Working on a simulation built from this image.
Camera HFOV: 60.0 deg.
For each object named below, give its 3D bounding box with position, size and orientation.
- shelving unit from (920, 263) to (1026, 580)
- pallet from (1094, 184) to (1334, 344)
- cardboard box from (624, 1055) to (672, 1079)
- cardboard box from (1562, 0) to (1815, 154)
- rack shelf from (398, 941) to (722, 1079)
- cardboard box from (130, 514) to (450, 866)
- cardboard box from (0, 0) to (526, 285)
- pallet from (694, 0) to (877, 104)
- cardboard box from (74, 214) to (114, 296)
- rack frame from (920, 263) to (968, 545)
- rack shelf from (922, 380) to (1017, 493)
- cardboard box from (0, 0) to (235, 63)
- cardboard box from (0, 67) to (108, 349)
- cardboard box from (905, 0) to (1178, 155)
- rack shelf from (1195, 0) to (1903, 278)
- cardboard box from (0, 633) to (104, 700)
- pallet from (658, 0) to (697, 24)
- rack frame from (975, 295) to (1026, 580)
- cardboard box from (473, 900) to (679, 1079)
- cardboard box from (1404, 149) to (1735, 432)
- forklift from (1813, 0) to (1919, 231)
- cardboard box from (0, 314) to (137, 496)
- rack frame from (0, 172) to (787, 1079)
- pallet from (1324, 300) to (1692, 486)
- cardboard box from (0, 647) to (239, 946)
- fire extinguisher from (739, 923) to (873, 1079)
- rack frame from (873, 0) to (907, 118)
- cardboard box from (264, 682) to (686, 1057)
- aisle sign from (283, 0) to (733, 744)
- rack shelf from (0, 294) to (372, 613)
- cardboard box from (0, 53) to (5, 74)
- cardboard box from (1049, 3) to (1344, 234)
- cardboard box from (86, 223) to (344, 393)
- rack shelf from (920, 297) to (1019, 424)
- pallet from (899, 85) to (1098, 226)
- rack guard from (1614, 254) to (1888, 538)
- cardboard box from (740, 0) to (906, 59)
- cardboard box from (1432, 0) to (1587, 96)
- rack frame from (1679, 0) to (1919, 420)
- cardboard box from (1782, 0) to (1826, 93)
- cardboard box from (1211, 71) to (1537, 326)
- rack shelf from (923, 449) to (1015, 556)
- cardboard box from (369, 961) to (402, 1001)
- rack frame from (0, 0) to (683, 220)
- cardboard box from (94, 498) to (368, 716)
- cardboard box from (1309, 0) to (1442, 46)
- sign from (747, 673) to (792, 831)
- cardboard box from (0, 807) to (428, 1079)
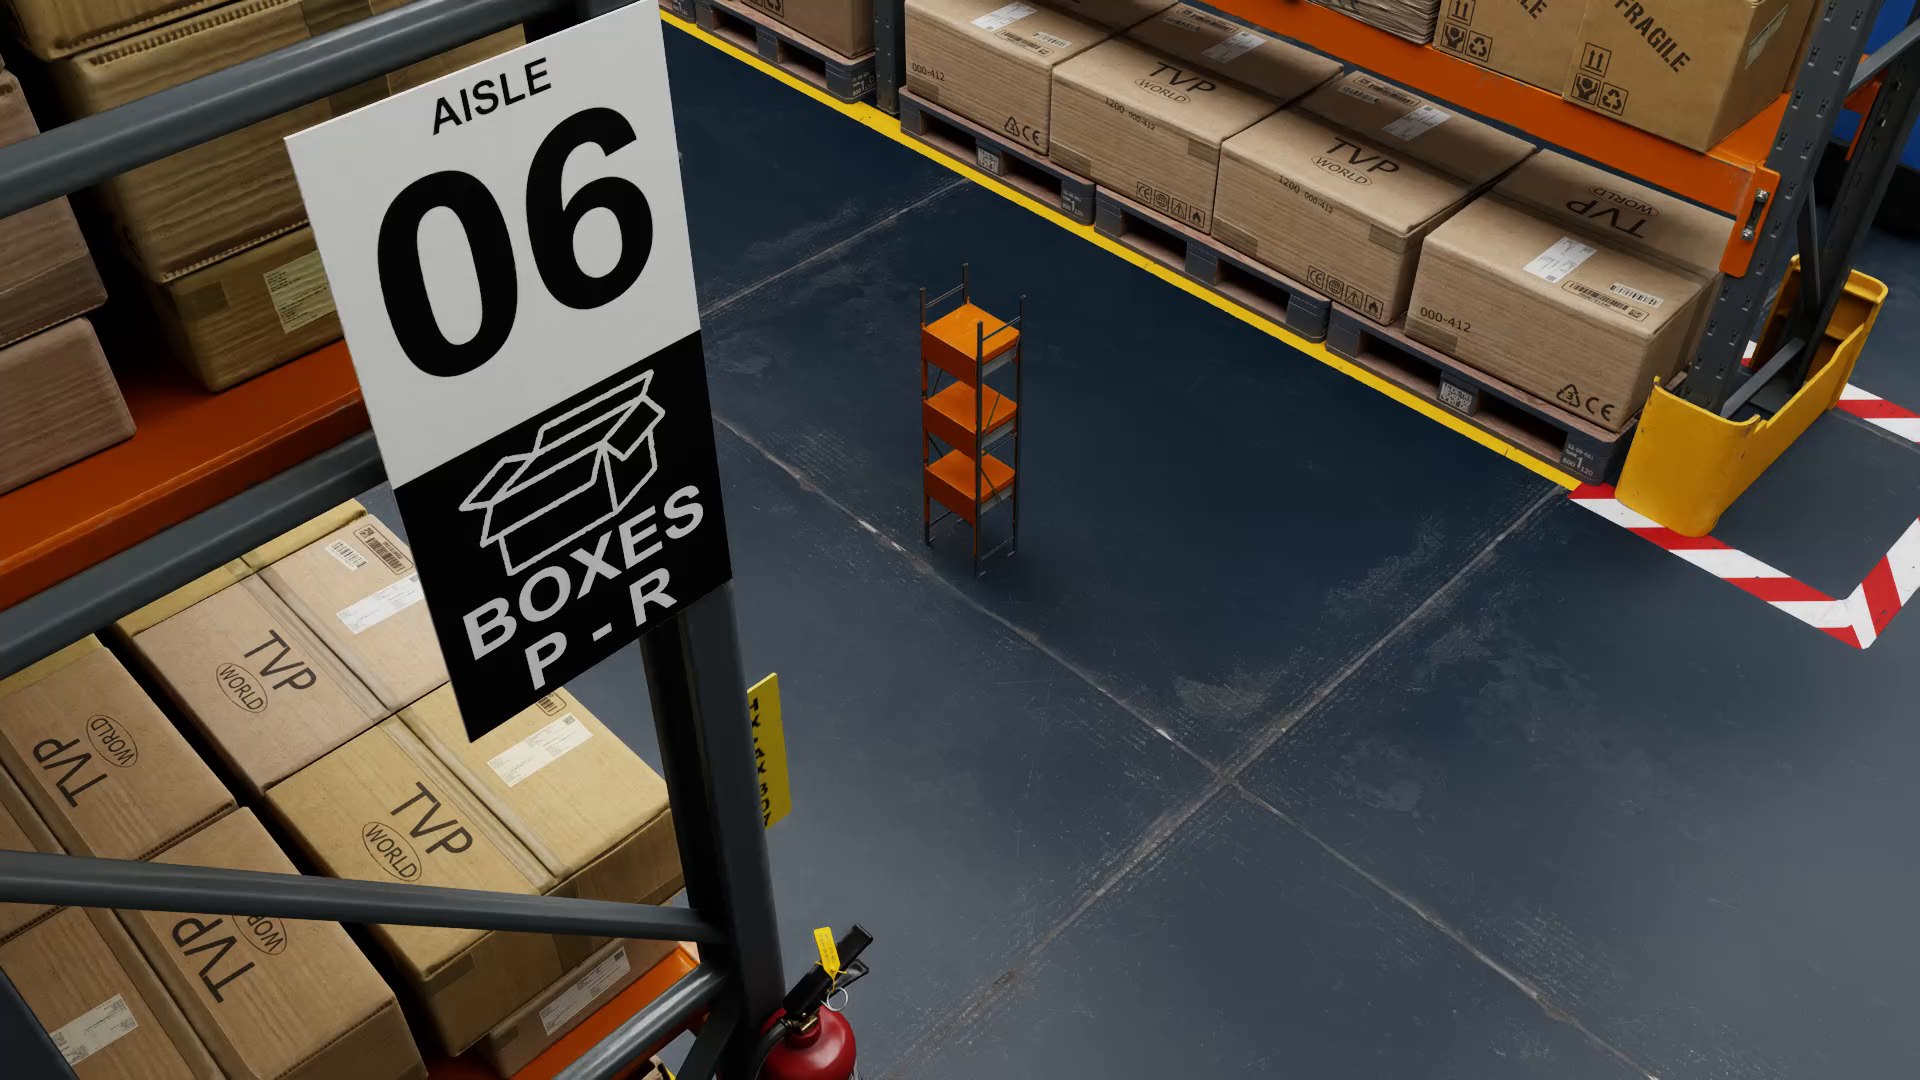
[{"bbox_3d":[0.038,-0.360,5.366,0.215,1.050,0.252,-34,53,-31],"label":"shelving unit"},{"bbox_3d":[1.343,-1.373,7.080,1.003,0.211,1.213,-34,53,-31],"label":"pallet"},{"bbox_3d":[-1.056,1.340,3.620,0.637,0.503,0.797,32,52,30],"label":"cardboard box"},{"bbox_3d":[2.293,-1.606,5.204,0.500,0.500,0.500,-34,52,-31],"label":"cardboard box"},{"bbox_3d":[-2.103,0.220,3.832,1.077,0.370,4.000,-34,53,-31],"label":"rack shelf"},{"bbox_3d":[-1.177,0.273,3.135,0.500,0.250,0.500,-34,52,-31],"label":"cardboard box"},{"bbox_3d":[-0.811,-0.583,1.852,0.500,0.250,0.500,34,52,31],"label":"cardboard box"},{"bbox_3d":[-0.602,-2.696,8.513,1.003,0.211,1.213,-34,53,-31],"label":"pallet"},{"bbox_3d":[-0.955,-0.471,2.024,0.380,0.149,0.250,-33,52,-31],"label":"cardboard box"},{"bbox_3d":[-0.048,-0.419,5.429,0.200,1.050,0.008,-34,53,-31],"label":"rack frame"},{"bbox_3d":[0.038,-0.352,5.373,0.215,0.259,0.240,-34,53,-31],"label":"rack shelf"},{"bbox_3d":[-0.826,-0.756,1.671,0.500,0.250,0.500,34,52,31],"label":"cardboard box"},{"bbox_3d":[-1.198,-0.322,1.570,0.500,0.250,0.500,33,52,31],"label":"cardboard box"},{"bbox_3d":[0.363,-2.246,7.549,0.875,0.438,0.875,33,52,31],"label":"cardboard box"},{"bbox_3d":[1.408,-2.161,6.408,1.077,0.370,4.000,-34,53,-31],"label":"rack shelf"},{"bbox_3d":[-1.913,0.280,3.128,0.500,0.250,0.500,-32,52,-30],"label":"cardboard box"},{"bbox_3d":[-1.468,-3.283,9.147,1.003,0.211,1.213,-34,53,-31],"label":"pallet"},{"bbox_3d":[0.124,-0.301,5.302,0.200,1.050,0.008,-34,53,-31],"label":"rack frame"},{"bbox_3d":[-0.729,0.720,2.946,0.250,0.149,0.380,34,52,31],"label":"cardboard box"},{"bbox_3d":[2.284,-0.946,6.142,0.875,0.438,0.875,32,52,30],"label":"cardboard box"},{"bbox_3d":[3.570,-3.306,7.168,1.130,2.935,3.031,-29,50,-28],"label":"forklift"},{"bbox_3d":[-1.081,-0.136,1.661,0.380,0.149,0.250,-33,52,-30],"label":"cardboard box"},{"bbox_3d":[-0.691,0.917,2.548,1.000,3.000,0.127,-34,53,-31],"label":"rack frame"},{"bbox_3d":[2.201,-0.786,6.446,1.003,0.211,1.213,-34,53,-31],"label":"pallet"},{"bbox_3d":[-1.567,0.520,2.868,0.500,0.250,0.500,-34,52,-31],"label":"cardboard box"},{"bbox_3d":[-0.260,0.931,2.864,0.296,0.674,0.183,-34,53,-31],"label":"fire extinguisher"},{"bbox_3d":[-0.004,-3.386,7.204,1.000,3.000,0.127,-34,53,-31],"label":"rack frame"},{"bbox_3d":[-0.821,0.515,2.873,0.500,0.250,0.500,-34,52,-31],"label":"cardboard box"},{"bbox_3d":[-0.435,-0.146,1.782,0.394,0.787,0.004,-34,53,-31],"label":"aisle sign"},{"bbox_3d":[-2.103,-0.882,2.814,1.077,0.370,4.000,-34,53,-31],"label":"rack shelf"},{"bbox_3d":[-1.202,-0.502,1.396,0.500,0.250,0.500,33,52,30],"label":"cardboard box"},{"bbox_3d":[0.996,-1.816,7.084,0.875,0.438,0.875,33,52,30],"label":"cardboard box"},{"bbox_3d":[-0.751,-0.357,1.901,0.380,0.149,0.250,-33,52,-30],"label":"cardboard box"},{"bbox_3d":[0.038,-0.561,5.180,0.215,0.259,0.240,-34,53,-31],"label":"rack shelf"},{"bbox_3d":[0.478,-1.959,7.714,1.003,0.211,1.213,-34,53,-31],"label":"pallet"},{"bbox_3d":[2.838,-0.534,5.960,1.175,0.500,0.348,-34,53,-31],"label":"rack guard"},{"bbox_3d":[-0.498,-3.019,8.064,0.875,0.875,0.875,-32,52,-30],"label":"cardboard box"},{"bbox_3d":[1.949,-1.854,5.472,0.500,0.500,0.500,33,52,31],"label":"cardboard box"},{"bbox_3d":[2.821,-1.464,5.124,1.000,3.000,0.127,-34,53,-31],"label":"rack frame"},{"bbox_3d":[2.685,-1.869,5.489,0.500,0.500,0.500,34,52,31],"label":"cardboard box"},{"bbox_3d":[1.632,-1.382,6.614,0.875,0.438,0.875,-33,52,-30],"label":"cardboard box"},{"bbox_3d":[0.038,-0.148,5.562,0.215,0.259,0.240,-34,53,-31],"label":"rack shelf"},{"bbox_3d":[-0.941,0.620,3.054,0.380,0.149,0.250,-33,52,-30],"label":"cardboard box"},{"bbox_3d":[-0.691,-1.287,0.512,1.000,3.000,0.127,-34,53,-31],"label":"rack frame"},{"bbox_3d":[-1.537,0.031,3.397,0.500,0.250,0.500,33,52,31],"label":"cardboard box"},{"bbox_3d":[1.579,-2.096,5.735,0.500,0.500,0.500,-33,52,-30],"label":"cardboard box"},{"bbox_3d":[-0.307,0.339,2.535,0.100,0.325,0.005,-34,53,-31],"label":"sign"},{"bbox_3d":[-1.204,0.769,2.599,0.500,0.250,0.500,-33,52,-30],"label":"cardboard box"}]
